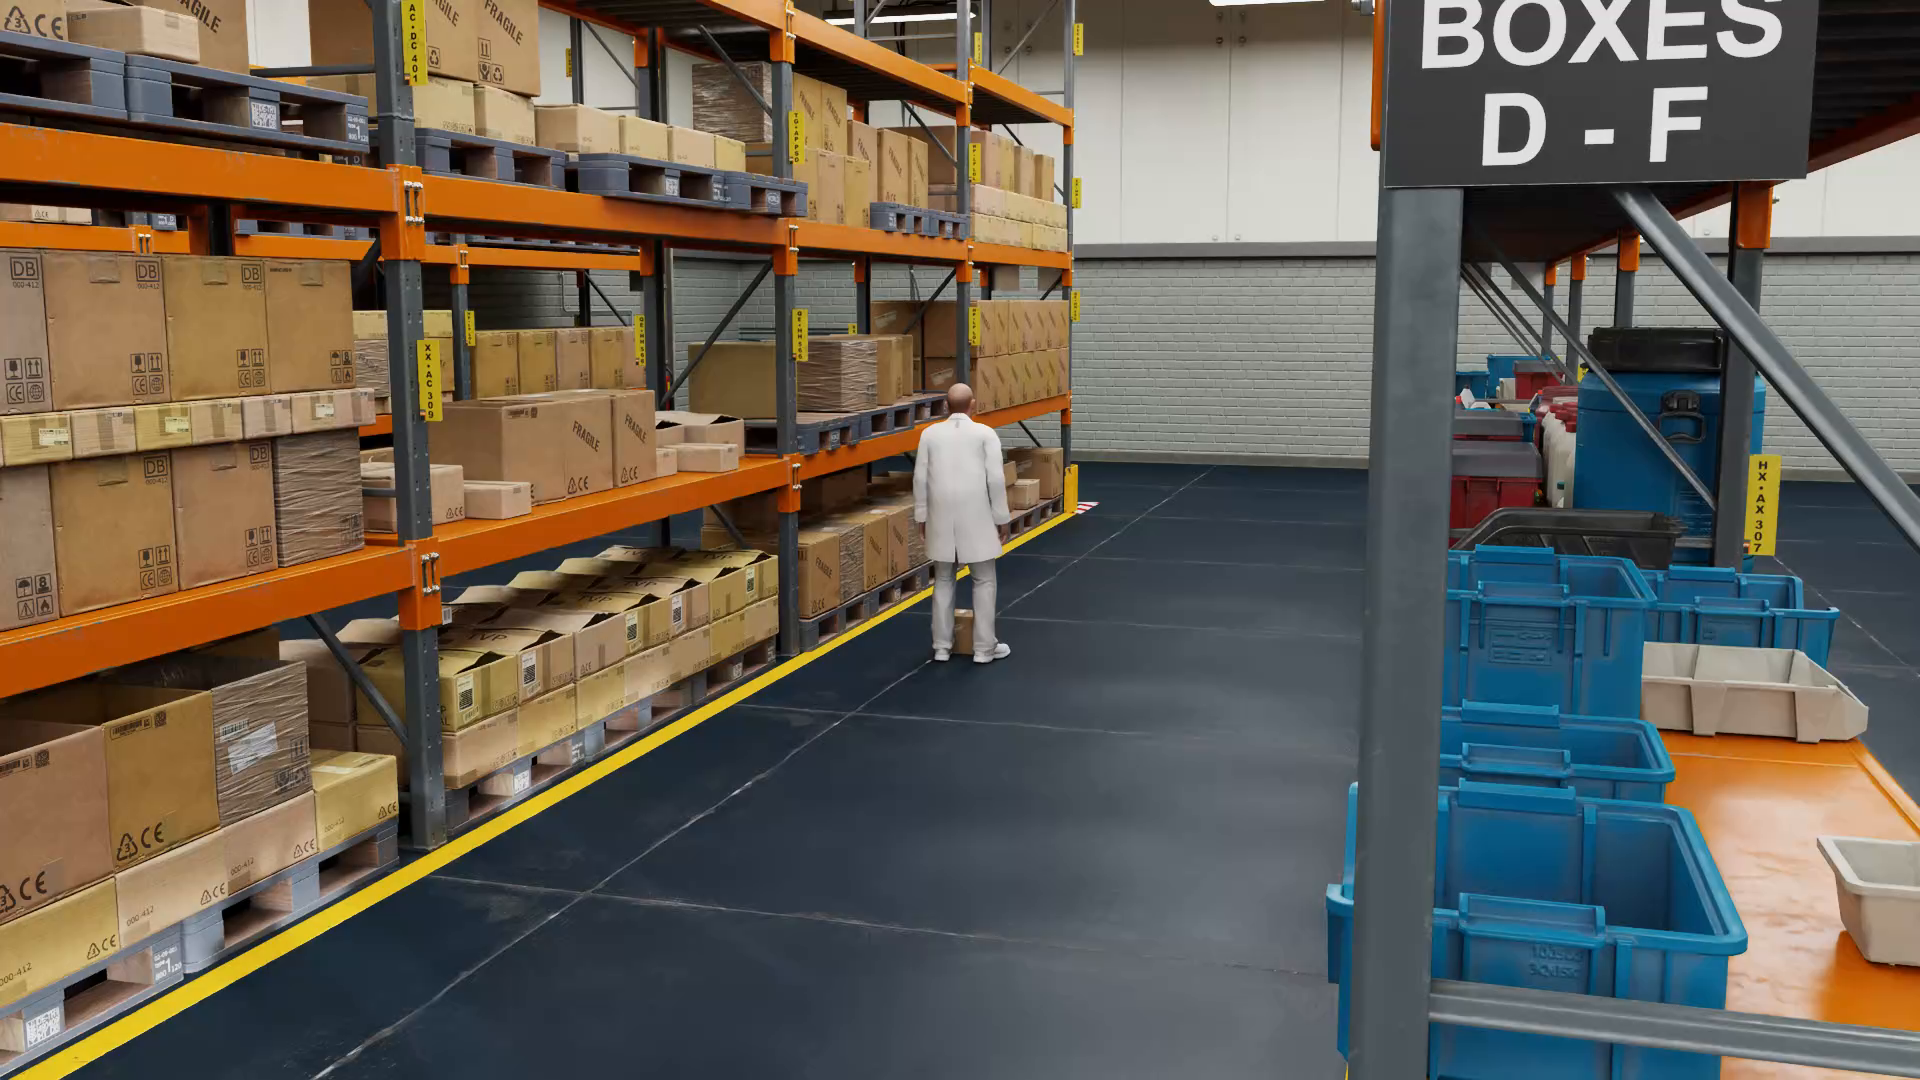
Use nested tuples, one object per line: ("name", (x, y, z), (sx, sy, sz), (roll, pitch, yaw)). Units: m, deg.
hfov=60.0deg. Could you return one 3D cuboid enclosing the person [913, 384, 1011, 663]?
("person", (0.012, -0.111, 10.658), (0.640, 1.773, 0.427), (2, 8, 15))
